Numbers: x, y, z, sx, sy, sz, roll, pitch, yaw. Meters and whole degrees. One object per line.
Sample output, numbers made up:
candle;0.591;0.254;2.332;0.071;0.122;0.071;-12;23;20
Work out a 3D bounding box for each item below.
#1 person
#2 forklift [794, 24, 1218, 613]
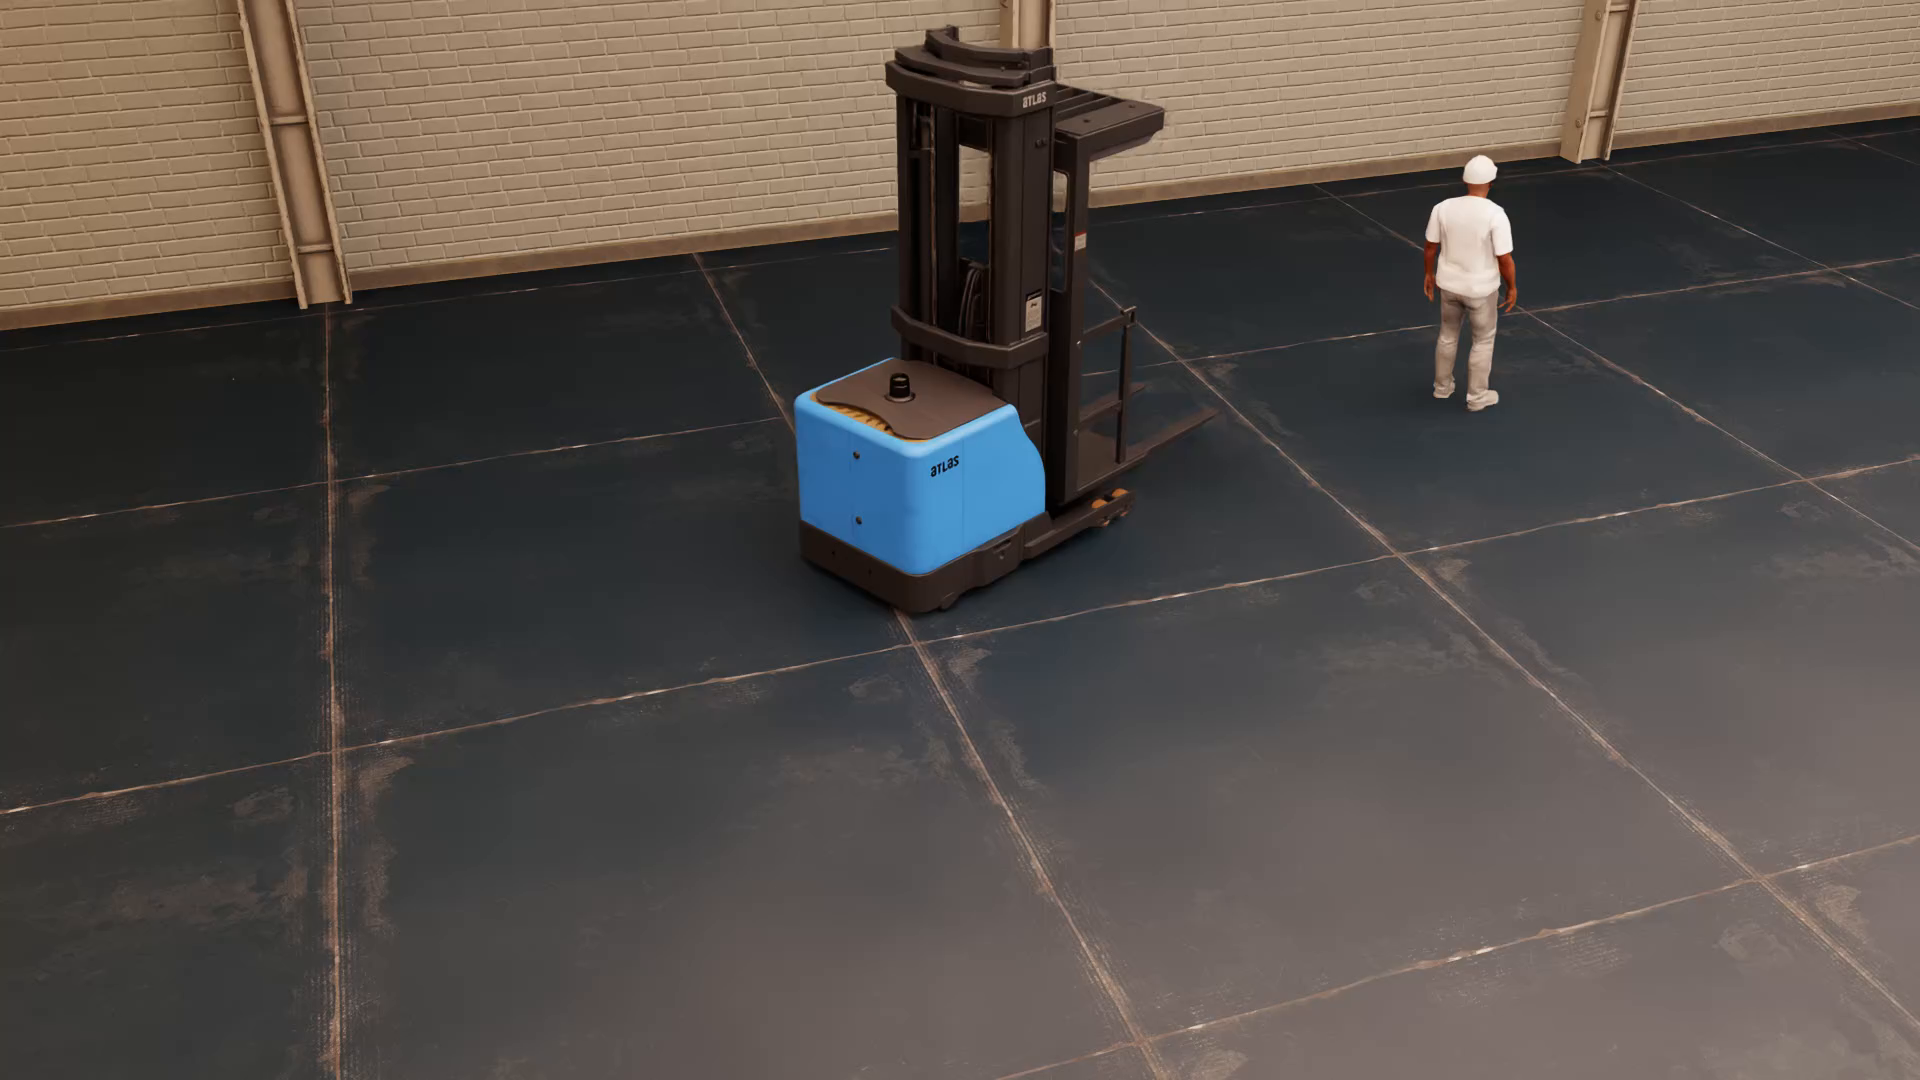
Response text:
person;3.476;-1.745;11.299;0.661;1.778;0.492;25;38;36
forklift;0.437;-1.508;9.708;1.130;2.935;3.031;25;39;37
